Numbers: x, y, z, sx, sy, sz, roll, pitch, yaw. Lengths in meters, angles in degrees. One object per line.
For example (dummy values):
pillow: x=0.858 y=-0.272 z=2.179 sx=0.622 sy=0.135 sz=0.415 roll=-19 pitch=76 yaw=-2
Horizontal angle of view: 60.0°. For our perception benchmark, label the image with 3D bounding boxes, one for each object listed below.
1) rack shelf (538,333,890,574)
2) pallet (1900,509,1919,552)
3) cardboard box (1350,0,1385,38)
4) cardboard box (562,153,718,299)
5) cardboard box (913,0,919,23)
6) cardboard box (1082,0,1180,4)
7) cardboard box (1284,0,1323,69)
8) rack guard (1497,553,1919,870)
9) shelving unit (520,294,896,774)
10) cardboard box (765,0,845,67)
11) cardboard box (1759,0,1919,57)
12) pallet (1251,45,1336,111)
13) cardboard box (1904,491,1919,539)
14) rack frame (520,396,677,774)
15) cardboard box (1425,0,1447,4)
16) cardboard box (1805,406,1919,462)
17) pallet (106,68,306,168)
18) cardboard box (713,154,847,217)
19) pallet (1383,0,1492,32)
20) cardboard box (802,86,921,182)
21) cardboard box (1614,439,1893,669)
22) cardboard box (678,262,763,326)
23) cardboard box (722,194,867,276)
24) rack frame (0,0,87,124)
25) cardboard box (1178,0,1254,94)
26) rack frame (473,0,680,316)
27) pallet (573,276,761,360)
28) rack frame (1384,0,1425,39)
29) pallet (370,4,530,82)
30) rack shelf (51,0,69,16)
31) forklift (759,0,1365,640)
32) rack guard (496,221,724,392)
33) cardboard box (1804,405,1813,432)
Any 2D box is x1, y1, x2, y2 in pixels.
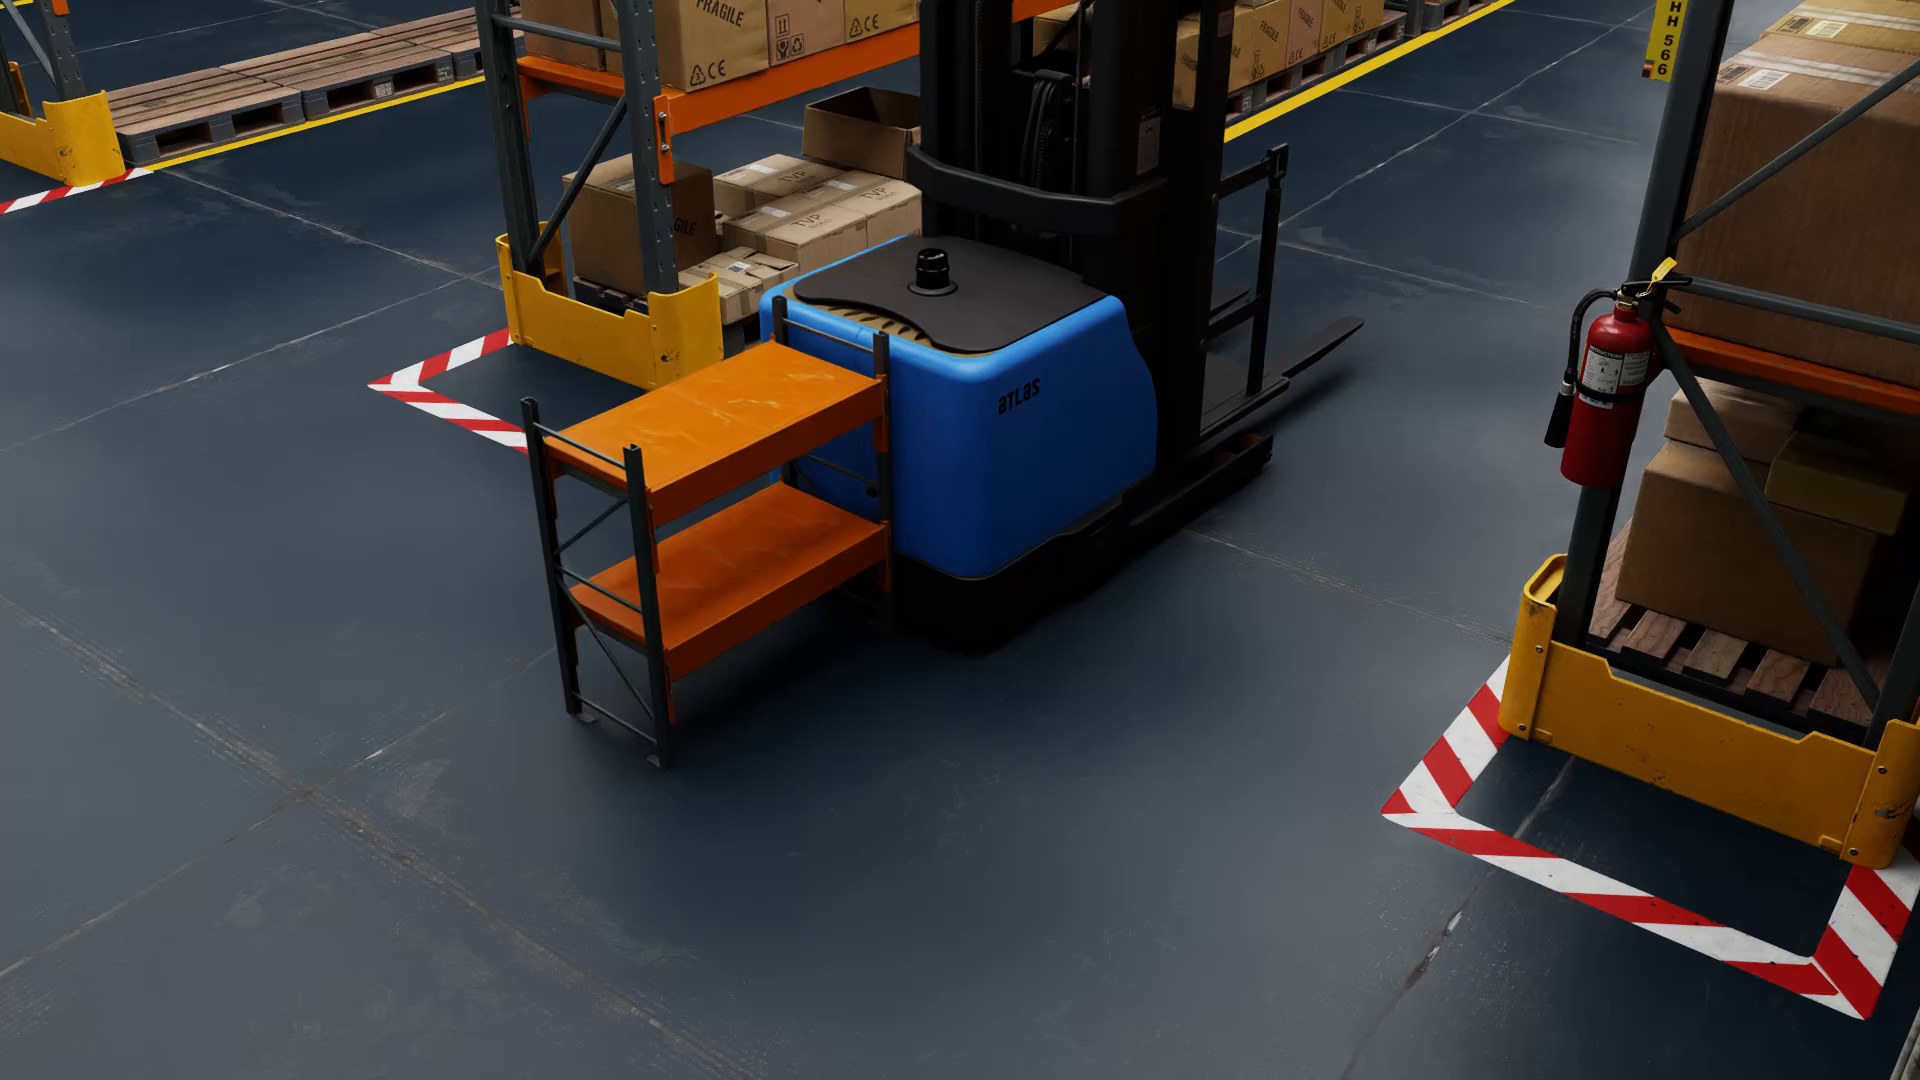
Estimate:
rack shelf: x=-0.751 y=-0.298 z=5.180 sx=0.538 sy=0.278 sz=1.000 roll=23 pitch=38 yaw=34
pallet: x=3.447 y=-0.235 z=6.544 sx=1.003 sy=0.211 sz=1.213 roll=21 pitch=37 yaw=31
cardboard box: x=2.790 y=-4.028 z=12.229 sx=0.500 sy=0.500 sz=0.500 roll=23 pitch=37 yaw=33
cardboard box: x=-1.529 y=-1.525 z=8.007 sx=0.500 sy=0.500 sz=0.500 roll=21 pitch=37 yaw=31
cardboard box: x=-0.268 y=-2.874 z=8.164 sx=0.500 sy=0.500 sz=0.500 roll=22 pitch=37 yaw=32
cardboard box: x=1.128 y=-3.342 z=11.071 sx=0.500 sy=0.500 sz=0.500 roll=21 pitch=37 yaw=31
cardboard box: x=2.166 y=-3.602 z=11.511 sx=0.500 sy=0.500 sz=0.500 roll=20 pitch=36 yaw=30
rack guard: x=2.276 y=0.493 z=5.032 sx=1.175 sy=0.500 sz=0.348 roll=21 pitch=37 yaw=31
shelving unit: x=-0.751 y=-0.046 z=5.329 sx=0.538 sy=1.125 sz=1.048 roll=23 pitch=38 yaw=34
cardboard box: x=-0.876 y=-2.468 z=7.479 sx=0.500 sy=0.500 sz=0.500 roll=21 pitch=36 yaw=31
cardboard box: x=3.020 y=-1.230 z=5.194 sx=0.980 sy=0.700 sz=0.700 roll=21 pitch=36 yaw=31
pallet: x=1.950 y=-3.381 z=11.853 sx=1.003 sy=0.211 sz=1.213 roll=21 pitch=37 yaw=31
cardboard box: x=3.238 y=-0.420 z=6.162 sx=0.700 sy=0.500 sz=0.500 roll=20 pitch=36 yaw=30
rack frame: x=-1.079 y=0.152 z=4.995 sx=0.500 sy=1.125 sz=0.032 roll=23 pitch=38 yaw=34
cardboard box: x=3.718 y=-4.487 z=13.268 sx=0.500 sy=0.250 sz=0.500 roll=21 pitch=37 yaw=31
cardboard box: x=3.022 y=-0.385 z=5.466 sx=0.380 sy=0.149 sz=0.250 roll=21 pitch=37 yaw=31
pallet: x=-5.079 y=-2.764 z=10.812 sx=1.003 sy=0.211 sz=1.213 roll=21 pitch=37 yaw=31
cardboard box: x=-0.932 y=-1.795 z=8.706 sx=0.500 sy=0.250 sz=0.500 roll=21 pitch=37 yaw=31
pallet: x=3.696 y=-4.489 z=13.723 sx=1.003 sy=0.211 sz=1.213 roll=21 pitch=37 yaw=31
cardboard box: x=-0.377 y=-2.091 z=8.957 sx=0.797 sy=0.503 sz=0.637 roll=21 pitch=37 yaw=31
cardboard box: x=2.633 y=-0.012 z=5.473 sx=0.700 sy=0.500 sz=0.500 roll=21 pitch=37 yaw=31
cardboard box: x=-1.135 y=-1.142 z=7.704 sx=0.380 sy=0.149 sz=0.250 roll=21 pitch=37 yaw=31
cardboard box: x=-0.805 y=-1.458 z=8.138 sx=0.500 sy=0.250 sz=0.500 roll=21 pitch=37 yaw=31
rack frame: x=-5.608 y=-3.641 z=9.555 sx=1.000 sy=3.000 sz=0.127 roll=21 pitch=37 yaw=31
cardboard box: x=1.553 y=-3.196 z=10.826 sx=0.500 sy=0.500 sz=0.500 roll=22 pitch=37 yaw=32
rack frame: x=-1.661 y=-2.115 z=6.981 sx=1.000 sy=3.000 sz=0.127 roll=21 pitch=37 yaw=31
pallet: x=-1.135 y=-1.270 z=8.291 sx=1.003 sy=0.211 sz=1.213 roll=21 pitch=37 yaw=31
rack frame: x=3.168 y=-5.366 z=12.467 sx=1.000 sy=3.000 sz=0.127 roll=21 pitch=37 yaw=31
pallet: x=-3.607 y=-3.756 z=12.485 sx=1.003 sy=0.211 sz=1.213 roll=21 pitch=37 yaw=31
rack shelf: x=-4.401 y=-4.144 z=11.111 sx=1.077 sy=0.370 sz=4.000 roll=21 pitch=37 yaw=31
forklift: x=0.626 y=-1.601 z=6.180 sx=1.130 sy=2.935 sz=3.031 roll=23 pitch=38 yaw=34
rack guard: x=-1.615 y=-1.070 z=7.670 sx=1.175 sy=0.500 sz=0.348 roll=21 pitch=37 yaw=31
cardboard box: x=2.719 y=-0.504 z=5.666 sx=0.380 sy=0.149 sz=0.250 roll=22 pitch=37 yaw=33
